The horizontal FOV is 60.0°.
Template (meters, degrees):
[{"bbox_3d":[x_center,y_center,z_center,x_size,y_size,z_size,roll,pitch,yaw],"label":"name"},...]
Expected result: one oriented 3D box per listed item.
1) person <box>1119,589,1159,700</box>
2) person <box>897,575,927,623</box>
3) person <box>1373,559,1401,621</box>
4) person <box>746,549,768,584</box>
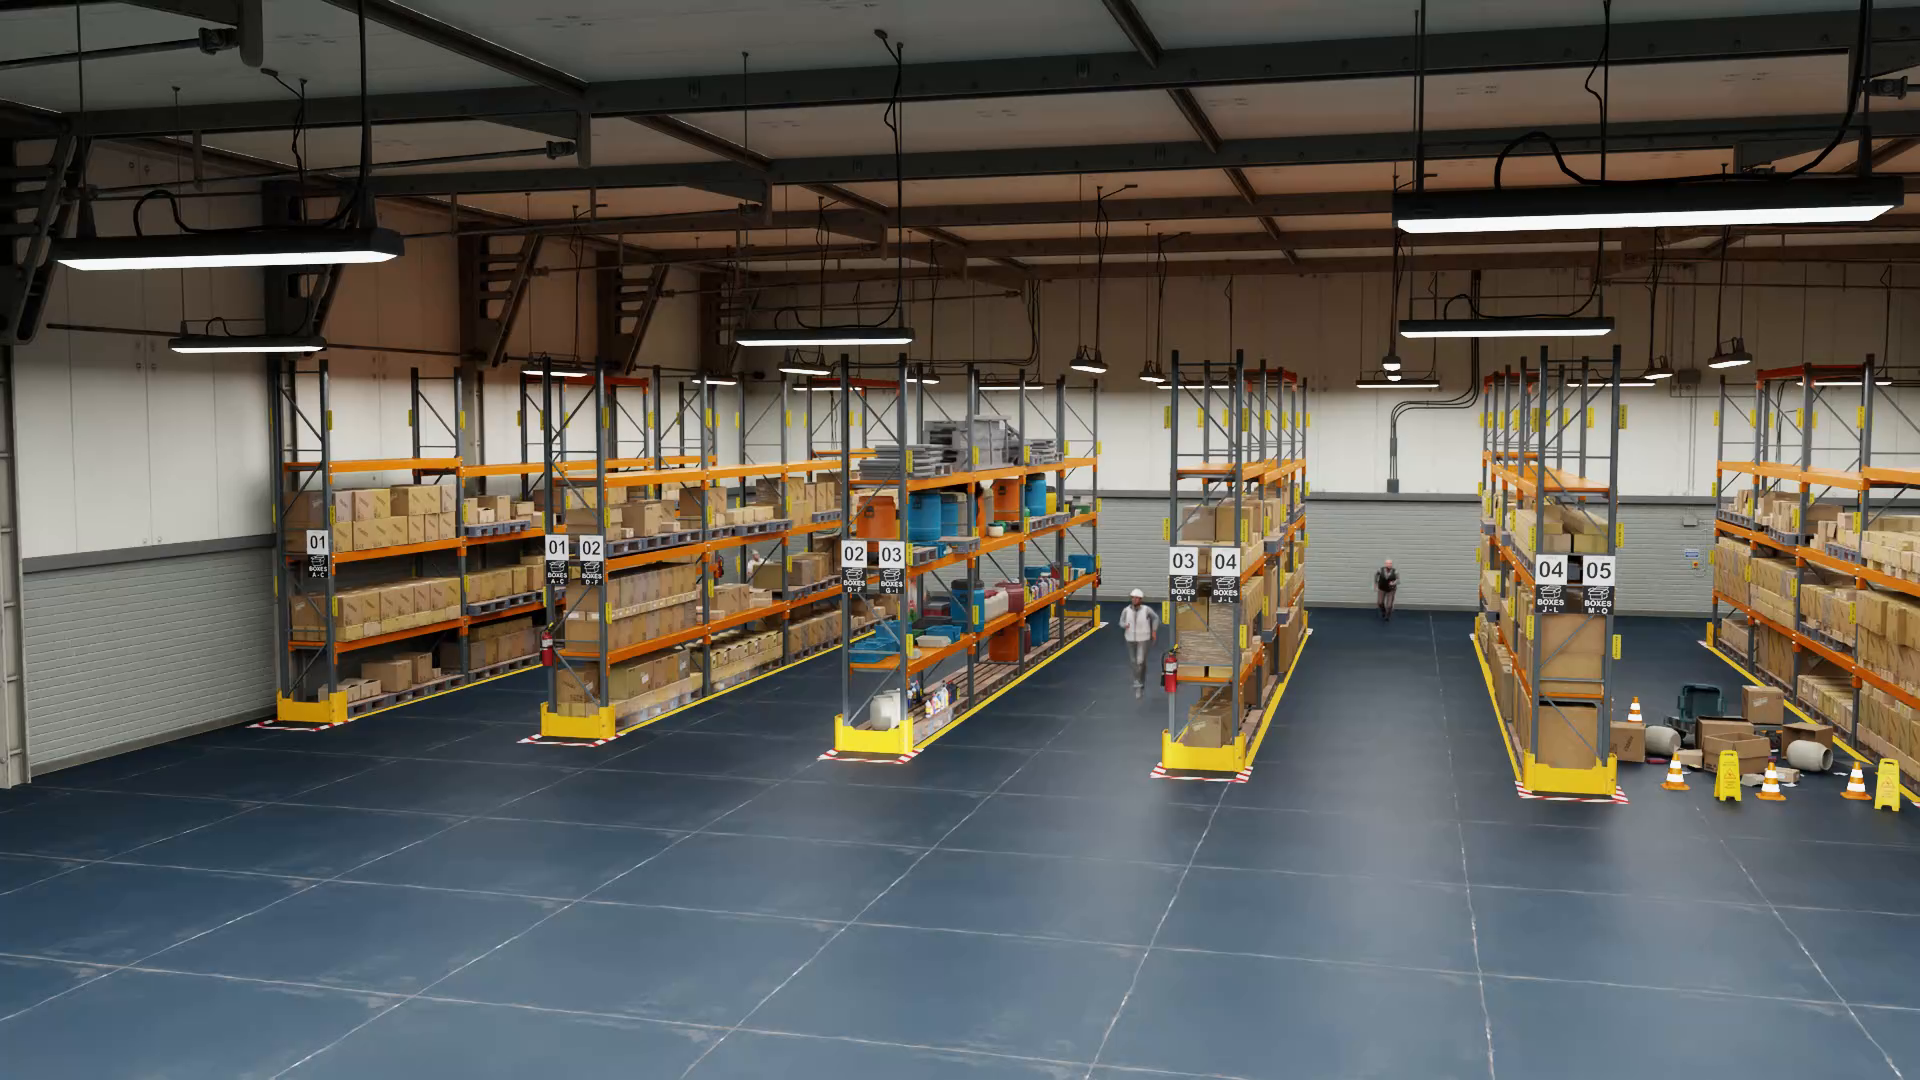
[{"bbox_3d":[3.076,1.784,28.811,0.643,1.872,0.805,2,4,21],"label":"person"},{"bbox_3d":[-1.015,1.468,35.069,0.646,1.758,0.689,0,4,2],"label":"person"},{"bbox_3d":[10.602,1.248,41.299,0.671,1.588,0.868,1,4,16],"label":"person"},{"bbox_3d":[-5.078,1.093,42.575,0.819,1.728,0.595,-1,4,-16],"label":"person"}]
